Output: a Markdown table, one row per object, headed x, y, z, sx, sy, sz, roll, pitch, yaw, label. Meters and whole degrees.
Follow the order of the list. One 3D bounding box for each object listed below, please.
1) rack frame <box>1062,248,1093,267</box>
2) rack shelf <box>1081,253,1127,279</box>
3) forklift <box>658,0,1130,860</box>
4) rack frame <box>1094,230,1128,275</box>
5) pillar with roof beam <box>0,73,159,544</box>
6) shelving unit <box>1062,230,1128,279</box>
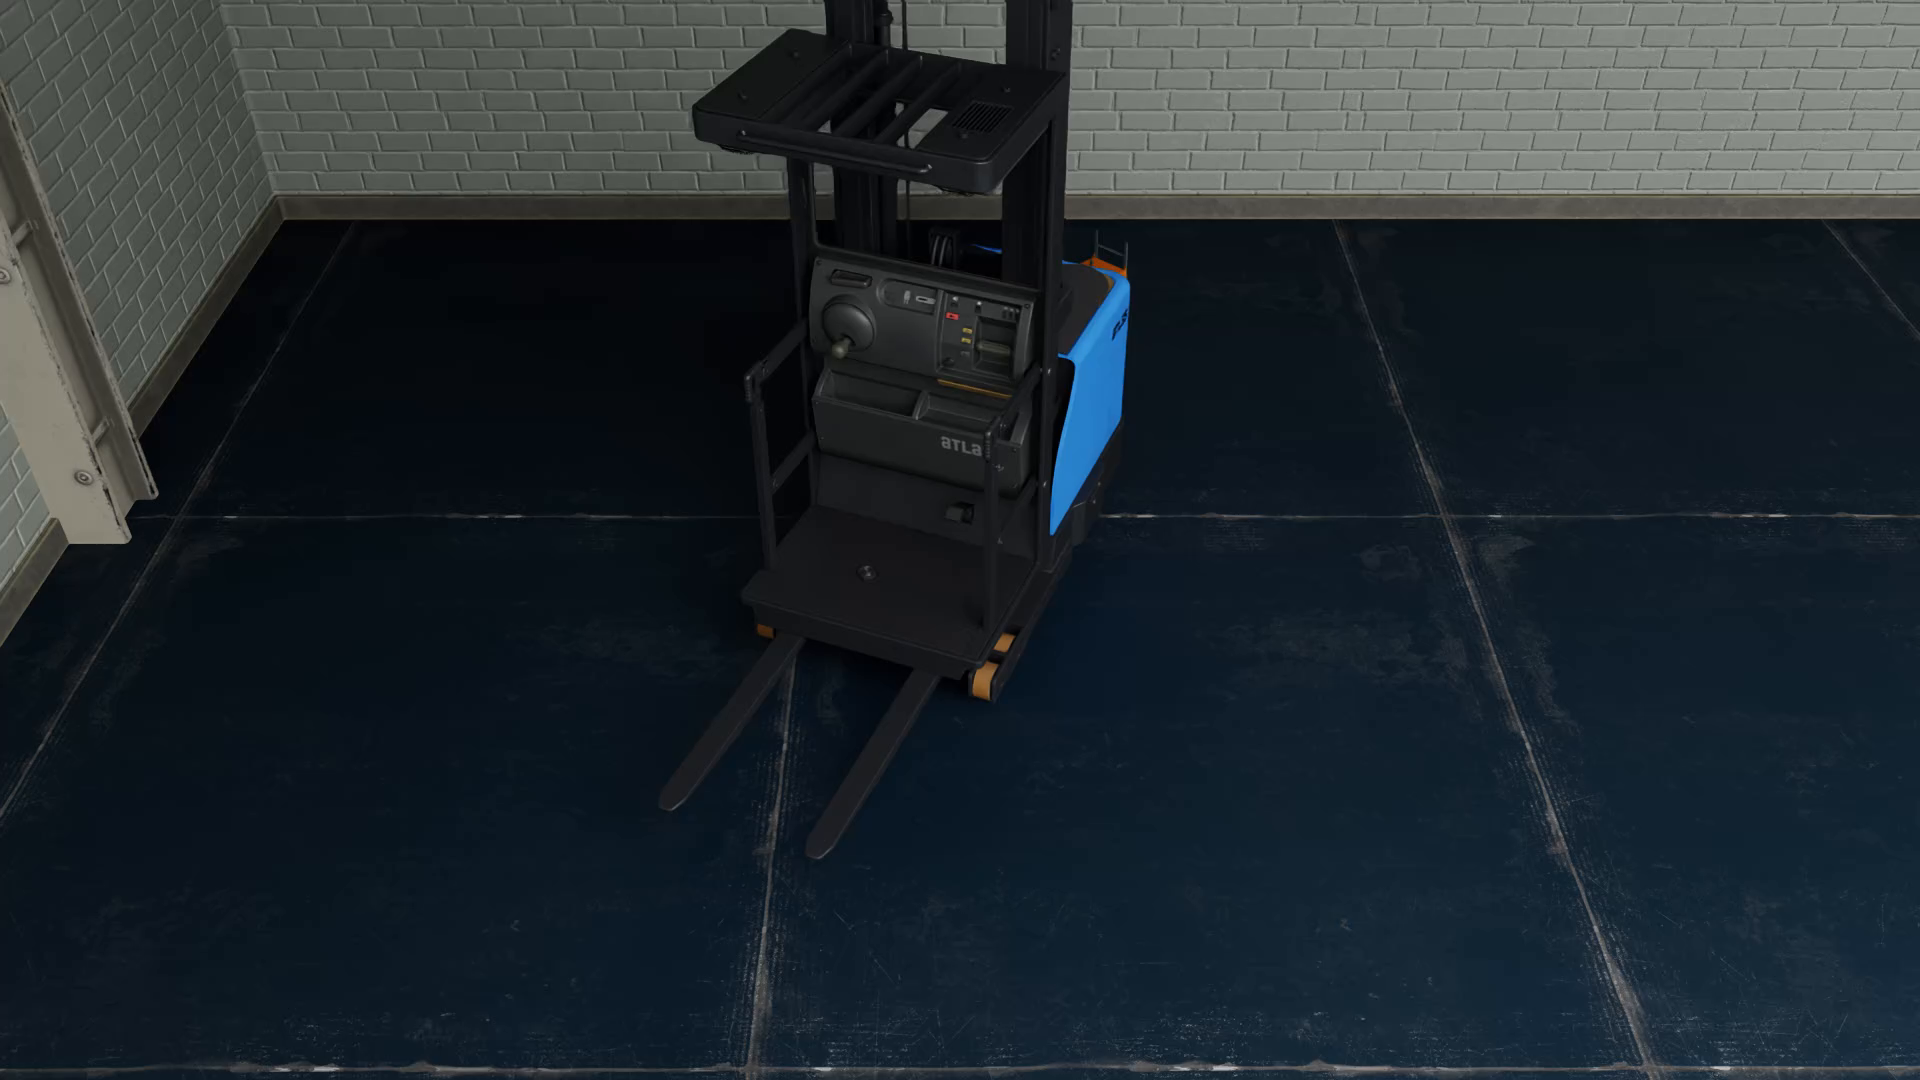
| x | y | z | sx | sy | sz | roll | pitch | yaw | label |
| --- | --- | --- | --- | --- | --- | --- | --- | --- | --- |
| 0.553 | -0.910 | 8.039 | 0.008 | 1.050 | 0.200 | -32 | 47 | -33 | rack frame |
| 0.634 | -1.180 | 7.941 | 0.240 | 0.259 | 0.215 | -32 | 47 | -33 | rack shelf |
| -0.239 | -0.779 | 6.378 | 1.130 | 2.935 | 3.031 | 14 | 41 | 17 | forklift |
| 0.726 | -1.017 | 8.174 | 0.008 | 1.050 | 0.200 | -32 | 47 | -33 | rack frame |
| 0.281 | -3.622 | 5.074 | 9.100 | 9.000 | 0.400 | 0 | 39 | 0 | pillar with roof beam |
| 0.640 | -0.963 | 8.107 | 0.252 | 1.050 | 0.215 | -32 | 47 | -33 | shelving unit |
